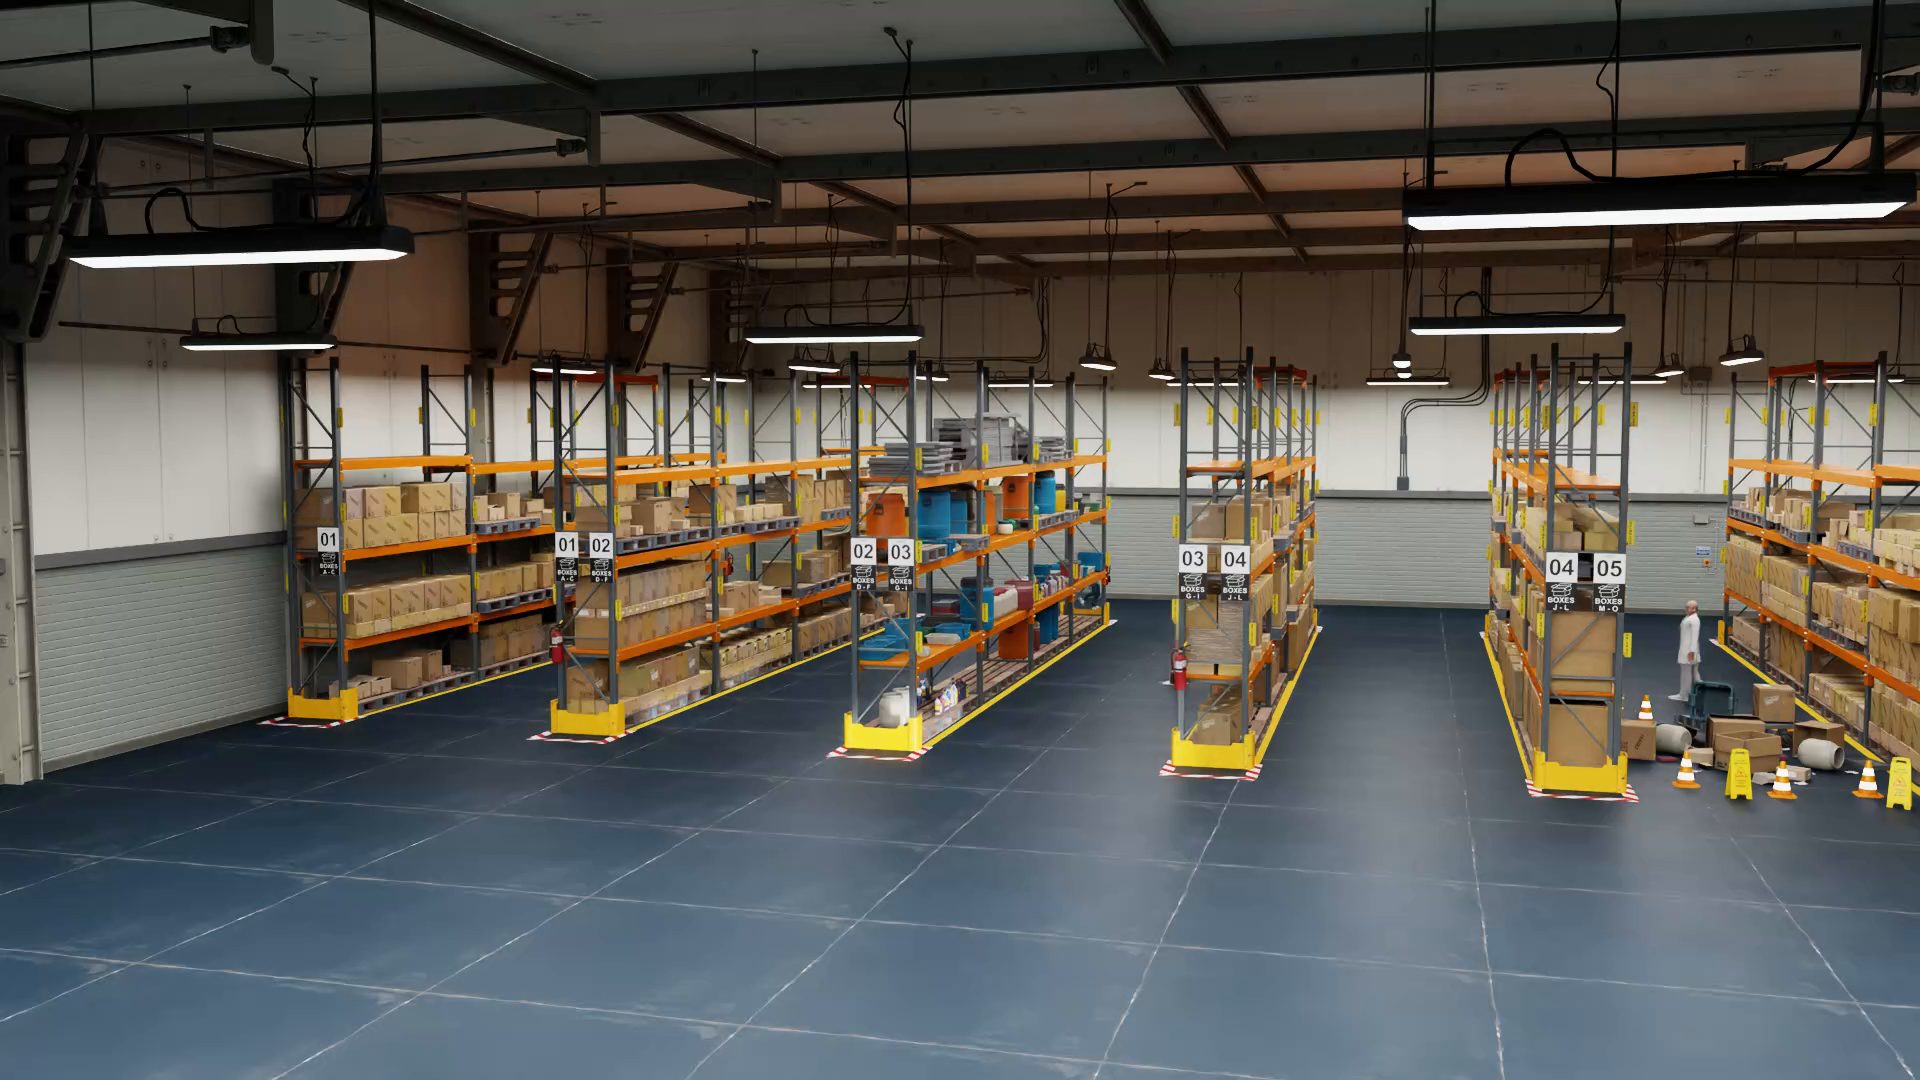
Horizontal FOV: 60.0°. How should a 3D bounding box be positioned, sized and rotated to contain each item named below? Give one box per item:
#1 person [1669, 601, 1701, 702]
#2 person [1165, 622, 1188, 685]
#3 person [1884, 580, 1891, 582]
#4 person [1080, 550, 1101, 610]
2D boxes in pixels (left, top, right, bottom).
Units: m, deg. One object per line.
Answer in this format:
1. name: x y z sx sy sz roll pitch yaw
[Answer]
1. person: 12.918 1.958 29.445 0.514 1.779 0.597 4 6 41
2. person: 4.096 1.878 31.221 0.488 1.669 0.498 0 4 6
3. person: 18.394 1.688 33.061 0.441 1.794 0.605 3 5 33
4. person: 3.434 1.026 43.313 0.580 1.569 0.419 3 5 32
